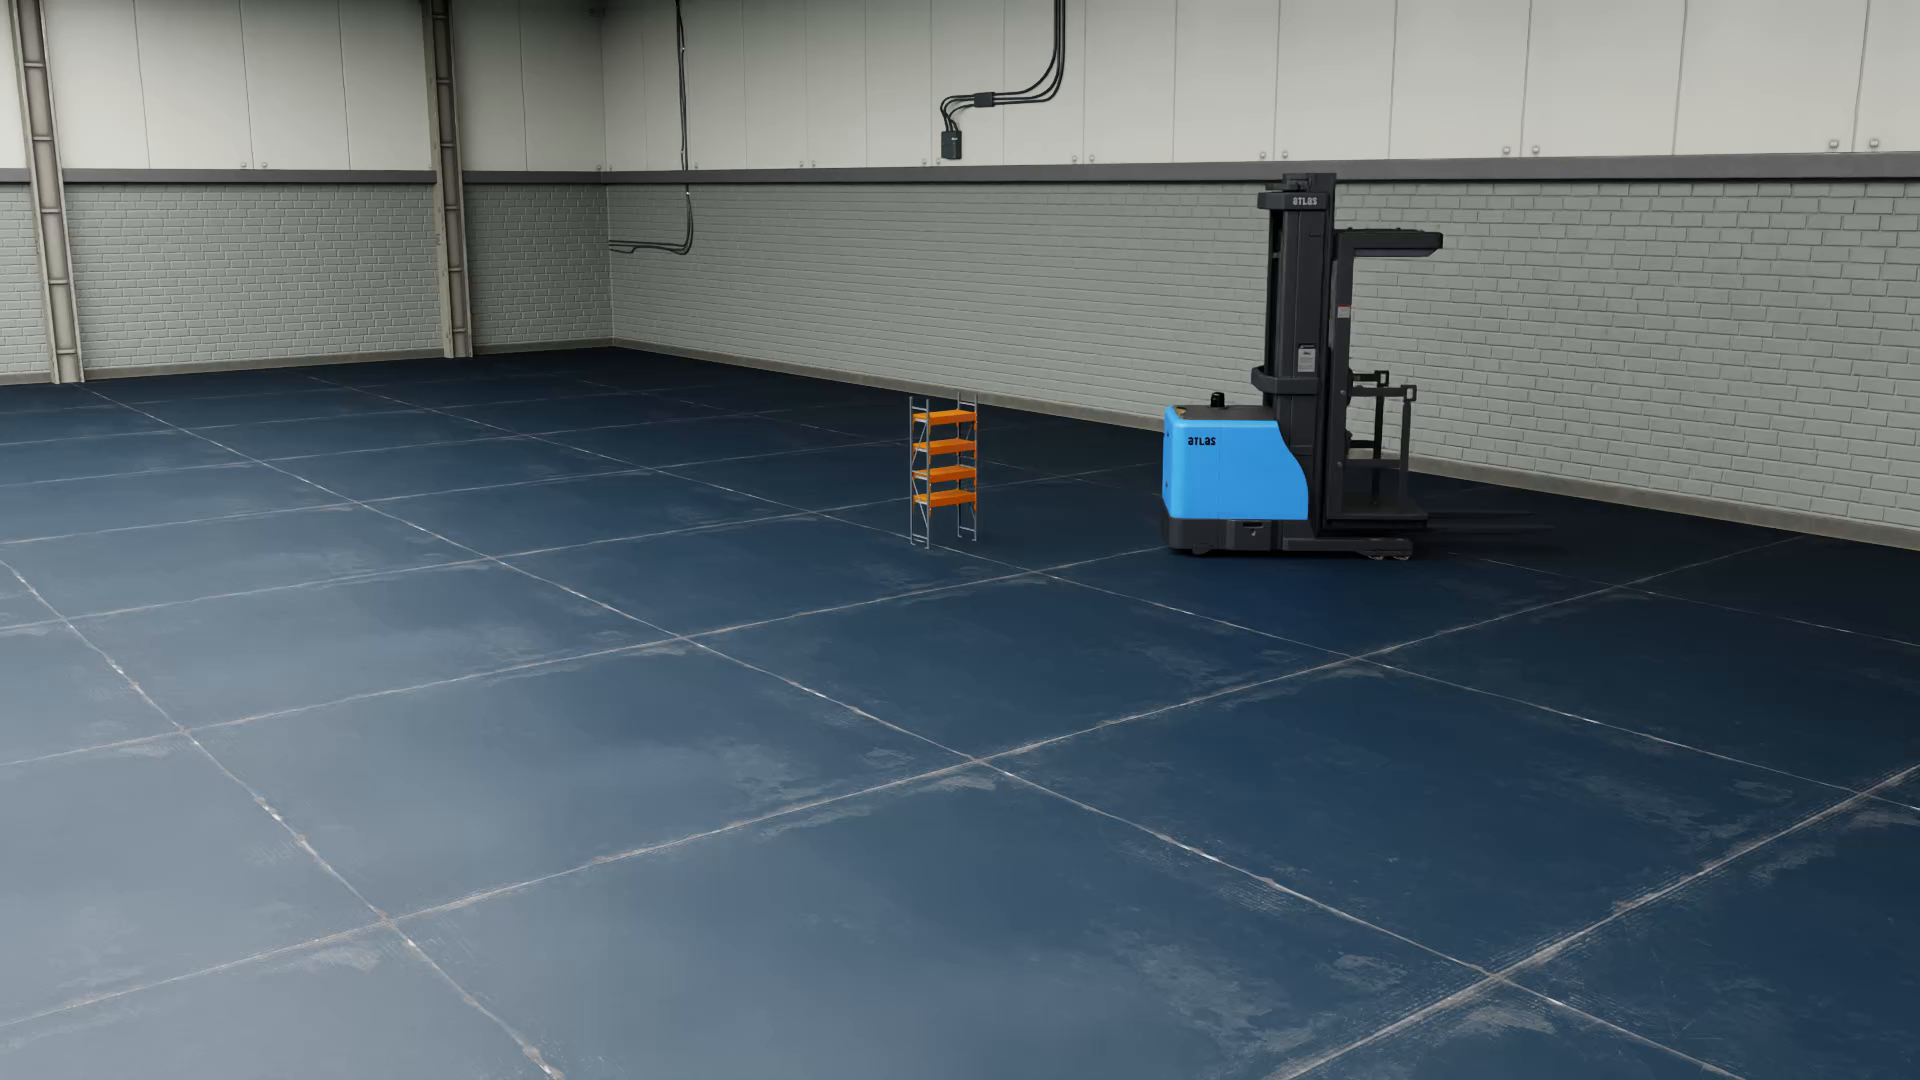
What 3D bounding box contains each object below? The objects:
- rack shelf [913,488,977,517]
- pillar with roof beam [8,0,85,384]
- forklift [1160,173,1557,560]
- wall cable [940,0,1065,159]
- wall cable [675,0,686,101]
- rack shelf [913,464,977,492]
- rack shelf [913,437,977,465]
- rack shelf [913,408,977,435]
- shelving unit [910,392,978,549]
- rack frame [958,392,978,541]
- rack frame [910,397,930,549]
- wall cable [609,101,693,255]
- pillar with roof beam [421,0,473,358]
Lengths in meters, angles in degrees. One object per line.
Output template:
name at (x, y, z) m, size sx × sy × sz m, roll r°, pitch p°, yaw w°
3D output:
rack shelf at (-0.129, -0.305, 13.458) m, size 0.480 × 0.148 × 0.258 m, roll -9°, pitch 15°, yaw -38°
pillar with roof beam at (-10.542, -6.048, 20.447) m, size 0.400 × 9.000 × 9.100 m, roll -9°, pitch 15°, yaw -38°
forklift at (3.165, -1.389, 13.114) m, size 3.031 × 2.935 × 1.130 m, roll 1°, pitch 12°, yaw 2°
wall cable at (0.498, -7.814, 20.578) m, size 0.169 × 6.003 × 2.305 m, roll -9°, pitch 15°, yaw -38°
wall cable at (-3.730, -8.206, 25.924) m, size 0.112 × 2.526 × 3.097 m, roll -9°, pitch 15°, yaw -38°
rack shelf at (-0.129, -0.500, 13.417) m, size 0.480 × 0.148 × 0.258 m, roll -9°, pitch 15°, yaw -38°
rack shelf at (-0.129, -0.718, 13.371) m, size 0.480 × 0.148 × 0.258 m, roll -9°, pitch 15°, yaw -38°
rack shelf at (-0.129, -0.950, 13.321) m, size 0.480 × 0.148 × 0.258 m, roll -9°, pitch 15°, yaw -38°
shelving unit at (-0.129, -0.565, 13.403) m, size 0.503 × 1.200 × 0.258 m, roll -9°, pitch 15°, yaw -38°
rack frame at (0.061, -0.597, 13.552) m, size 0.015 × 1.200 × 0.240 m, roll -9°, pitch 15°, yaw -38°
rack frame at (-0.320, -0.534, 13.254) m, size 0.015 × 1.200 × 0.240 m, roll -9°, pitch 15°, yaw -38°
wall cable at (-5.420, -6.174, 28.515) m, size 0.112 × 2.526 × 3.097 m, roll -9°, pitch 15°, yaw -38°
pillar with roof beam at (-5.857, -6.827, 24.114) m, size 0.400 × 9.000 × 9.100 m, roll -9°, pitch 15°, yaw -38°
